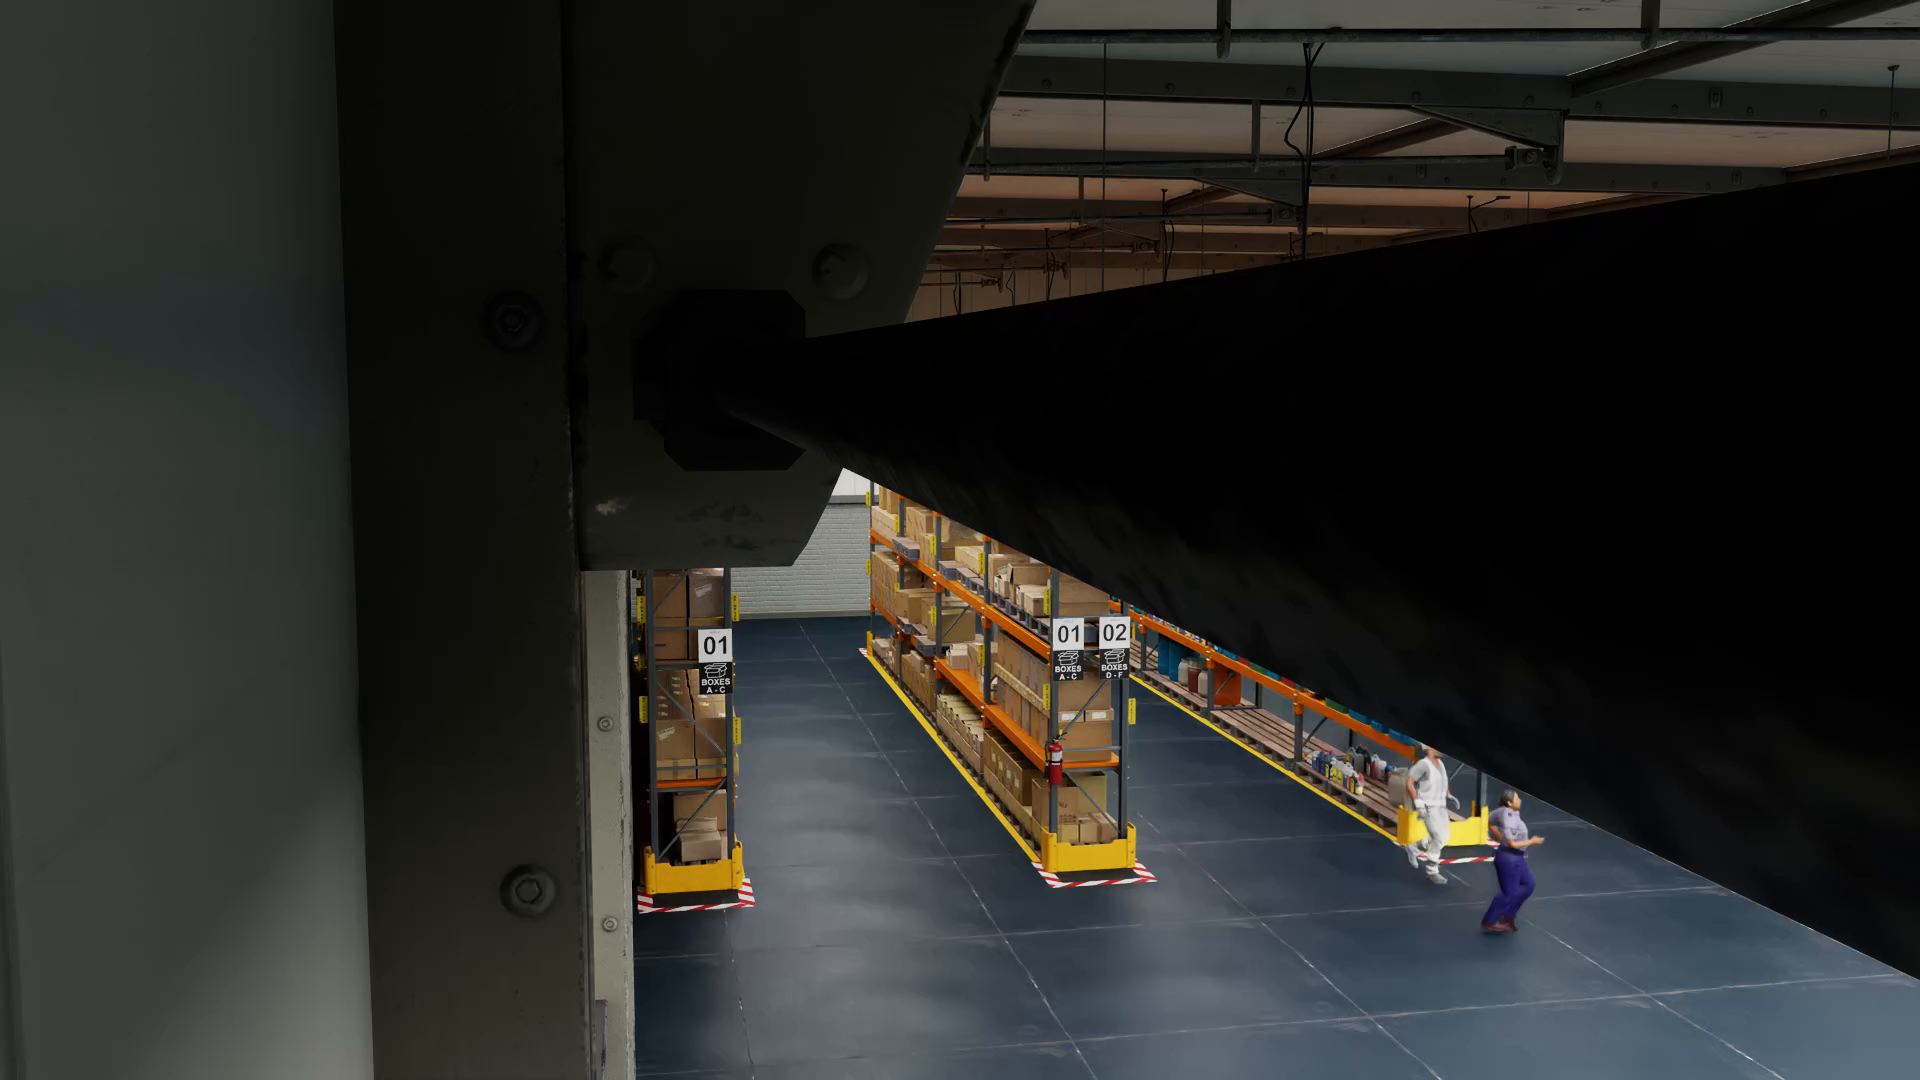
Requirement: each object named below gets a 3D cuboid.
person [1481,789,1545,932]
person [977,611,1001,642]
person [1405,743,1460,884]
[{"bbox_3d":[6.164,3.599,18.539,0.643,1.662,0.585,2,6,16],"label":"person"},{"bbox_3d":[0.651,1.816,35.448,0.587,1.675,0.535,-1,6,-13],"label":"person"},{"bbox_3d":[5.859,3.328,20.648,0.719,1.738,0.647,-5,8,-41],"label":"person"}]
